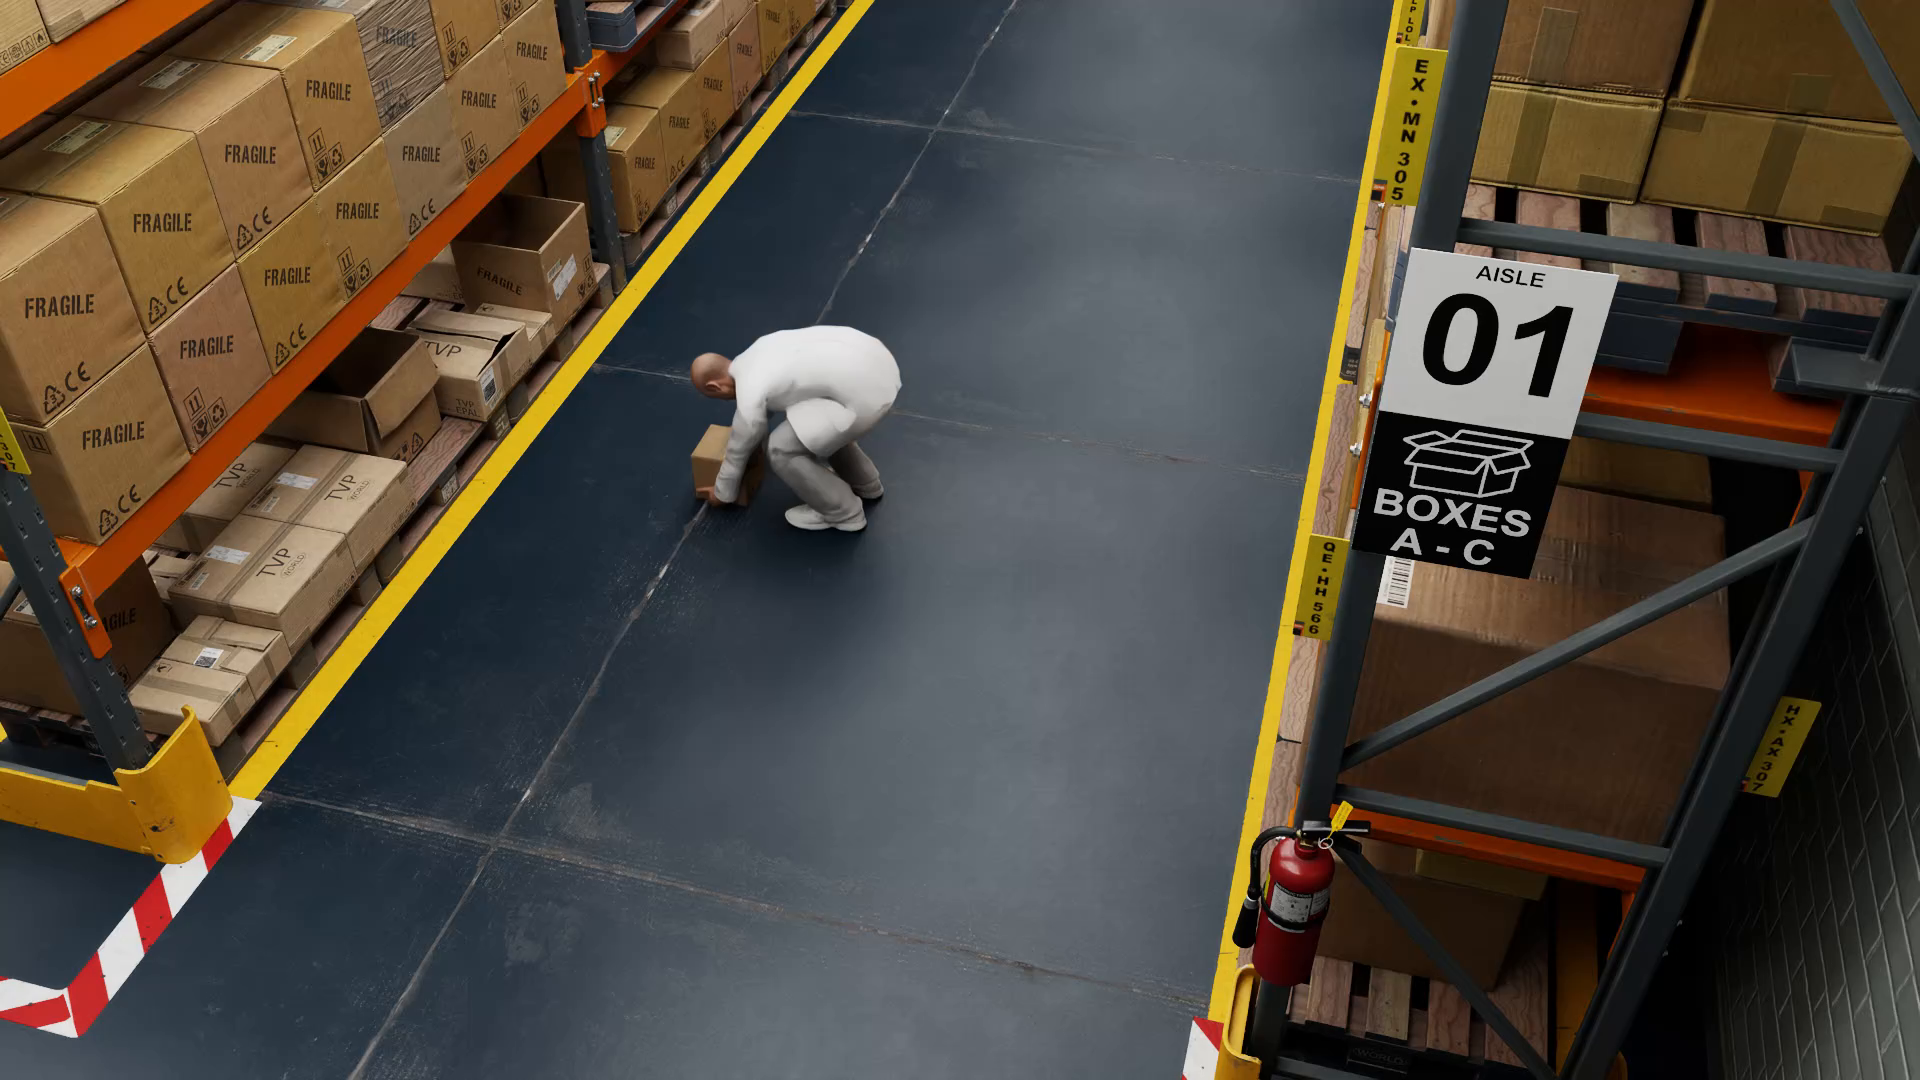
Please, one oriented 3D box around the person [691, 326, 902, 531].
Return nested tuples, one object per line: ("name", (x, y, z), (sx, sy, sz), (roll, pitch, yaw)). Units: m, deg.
("person", (-0.732, -0.531, 7.455), (0.954, 0.933, 0.595), (8, 41, 10))
